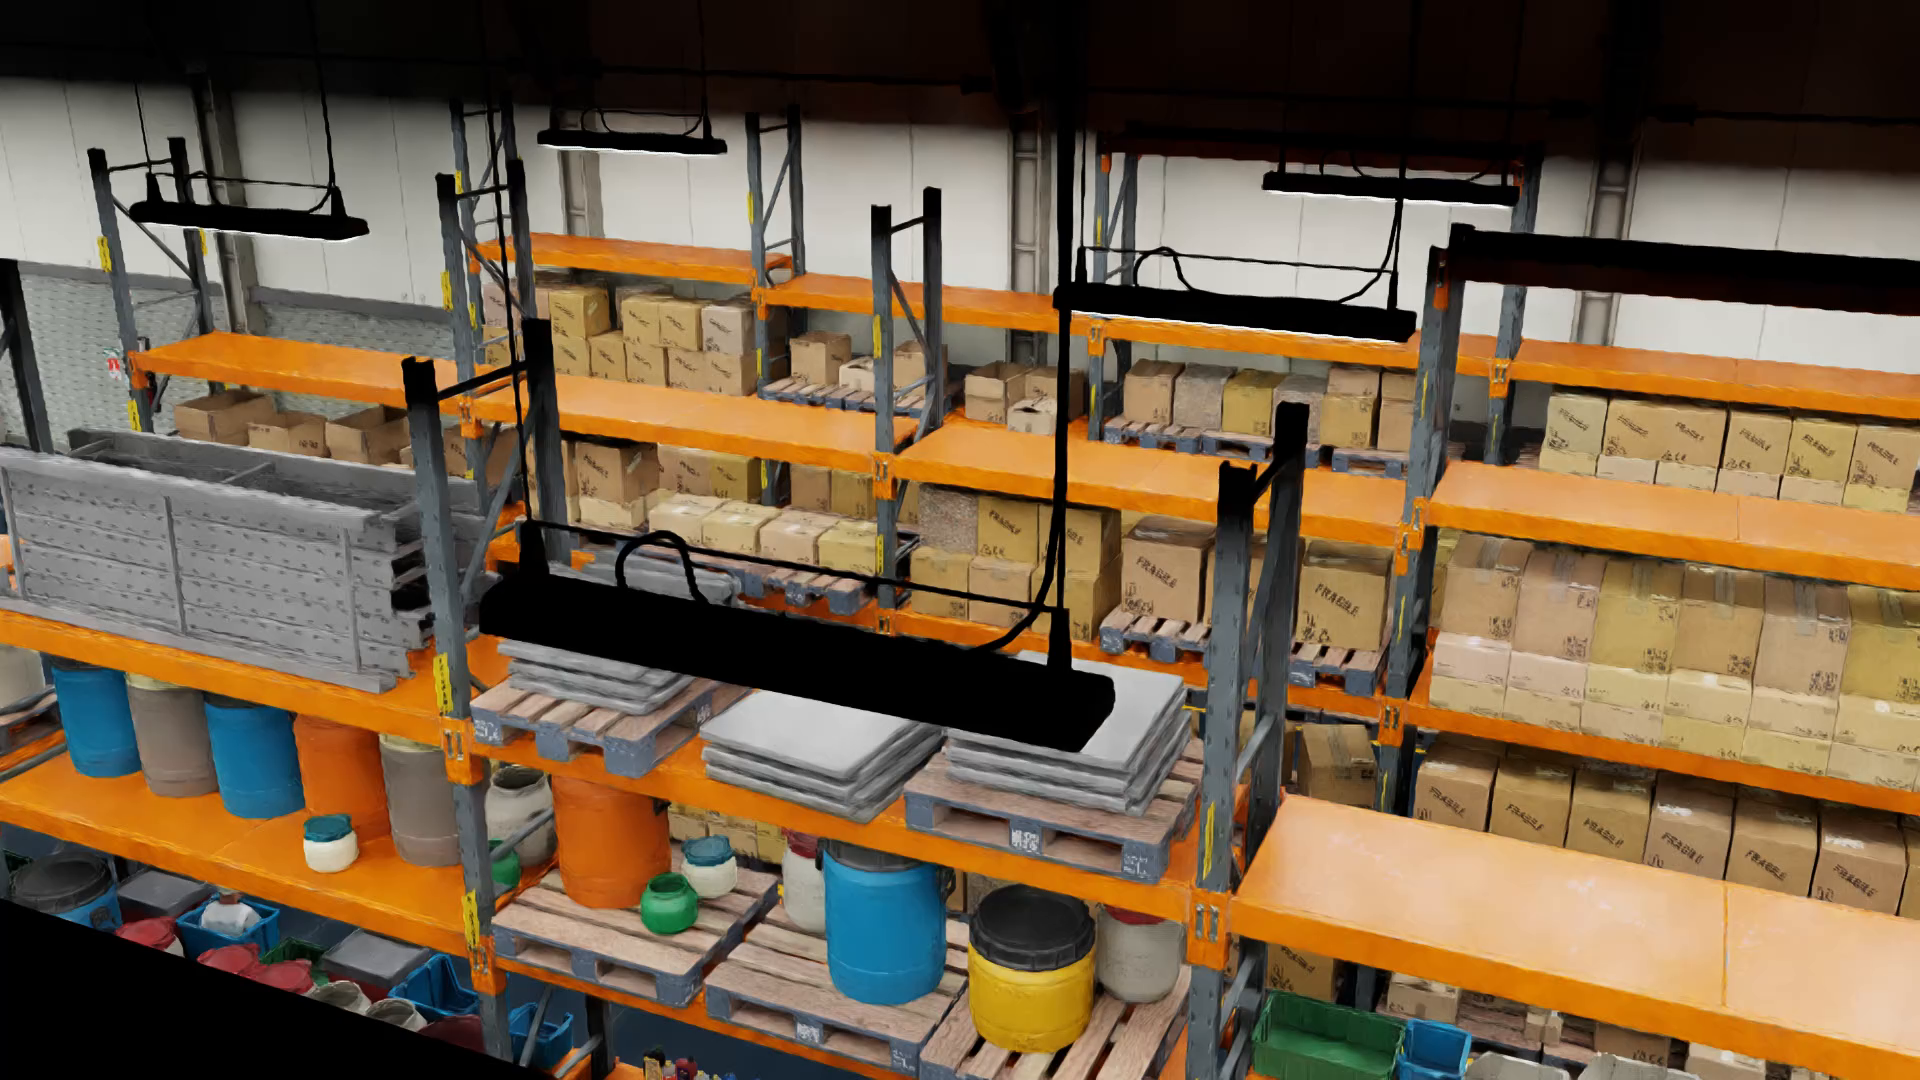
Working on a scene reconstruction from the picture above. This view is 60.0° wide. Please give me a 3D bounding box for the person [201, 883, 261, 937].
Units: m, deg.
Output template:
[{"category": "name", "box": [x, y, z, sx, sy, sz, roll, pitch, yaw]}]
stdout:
[{"category": "person", "box": [-5.000, 3.044, 11.531, 0.699, 1.760, 0.588, 2, 21, 6]}]
